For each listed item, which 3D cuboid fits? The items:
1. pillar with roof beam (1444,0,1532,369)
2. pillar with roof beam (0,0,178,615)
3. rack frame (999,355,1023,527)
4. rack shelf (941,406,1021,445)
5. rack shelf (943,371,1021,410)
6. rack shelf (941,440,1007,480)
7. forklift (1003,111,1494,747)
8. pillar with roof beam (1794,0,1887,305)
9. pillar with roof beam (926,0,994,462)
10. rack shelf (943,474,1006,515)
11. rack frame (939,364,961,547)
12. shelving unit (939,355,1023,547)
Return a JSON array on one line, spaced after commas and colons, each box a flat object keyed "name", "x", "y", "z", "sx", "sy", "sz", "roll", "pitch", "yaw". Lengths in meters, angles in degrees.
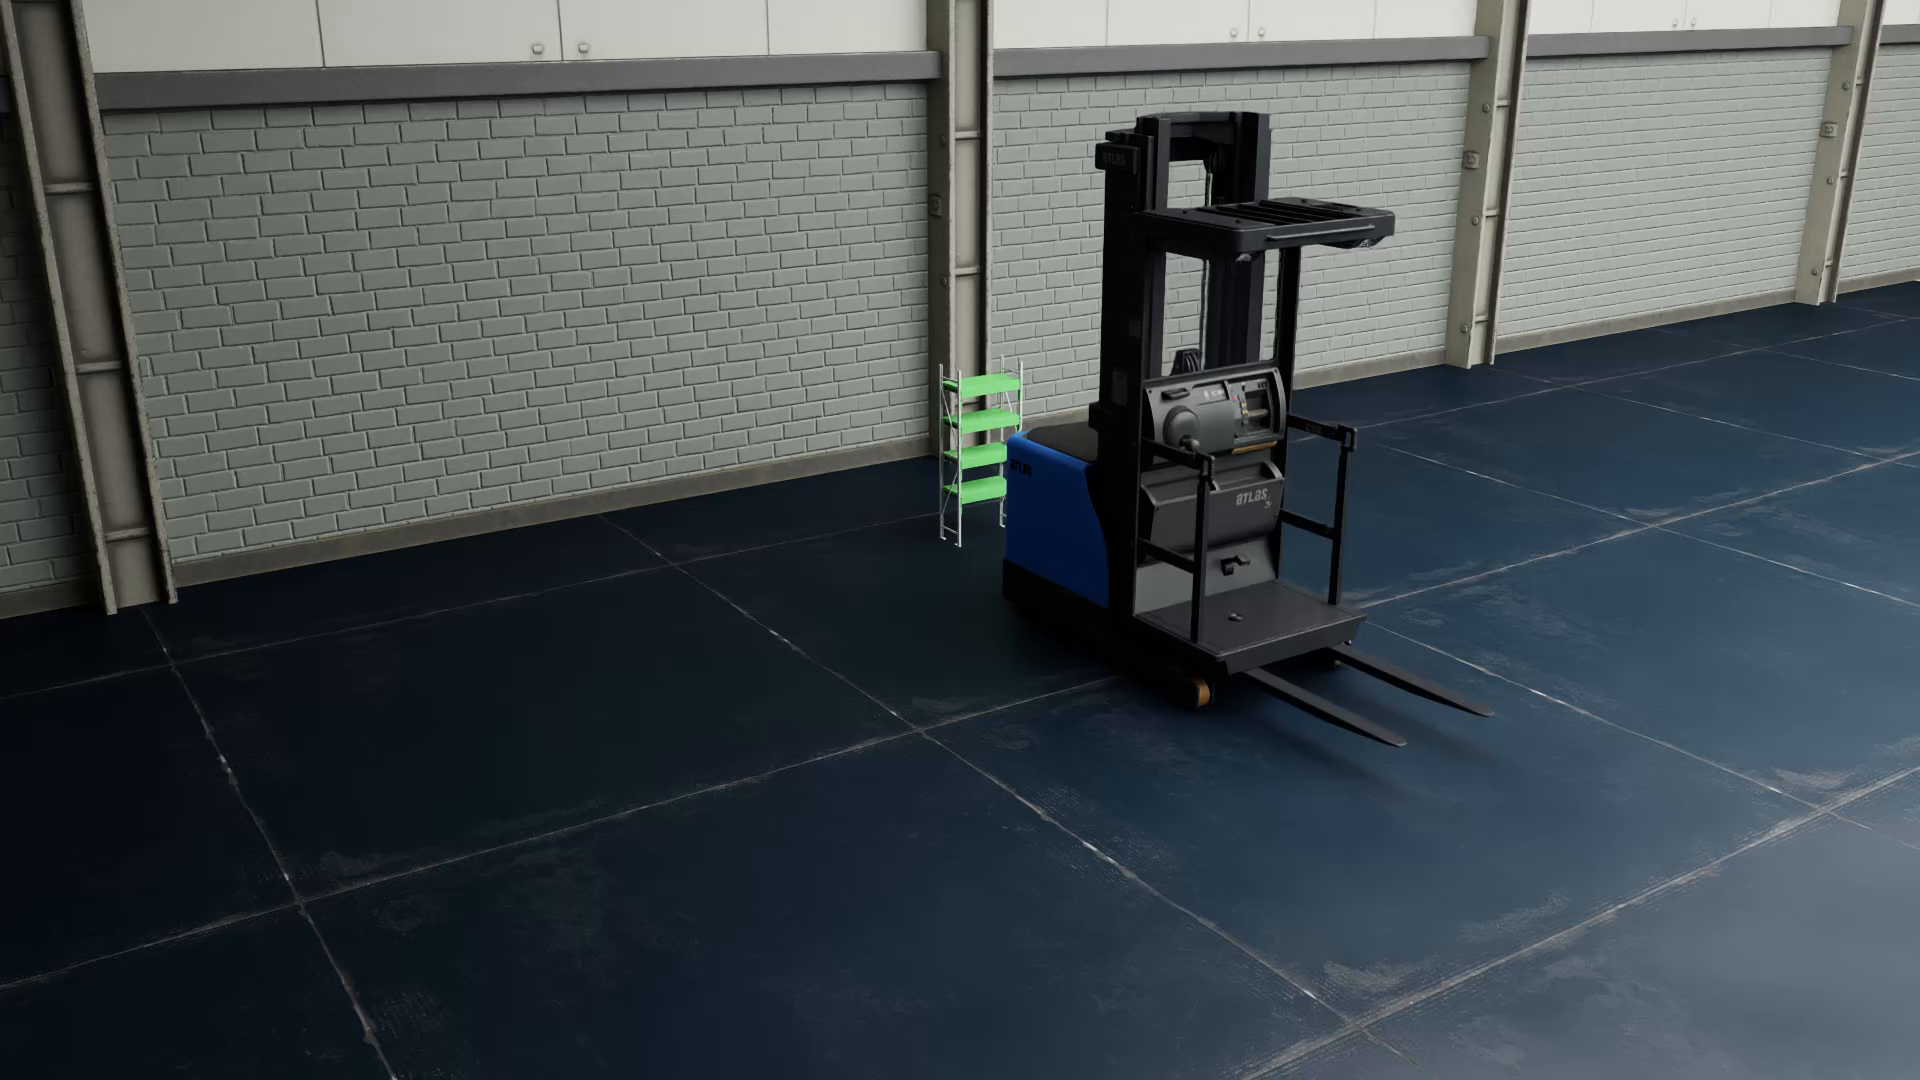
[{"name": "pillar with roof beam", "x": 7.379, "y": -4.853, "z": 11.549, "sx": 0.400, "sy": 9.000, "sz": 9.100, "roll": -12, "pitch": 22, "yaw": -31}, {"name": "pillar with roof beam", "x": -2.643, "y": -2.739, "z": 5.297, "sx": 0.400, "sy": 9.000, "sz": 9.100, "roll": -12, "pitch": 22, "yaw": -31}, {"name": "rack frame", "x": 0.342, "y": -0.641, "z": 11.266, "sx": 0.015, "sy": 1.200, "sz": 0.240, "roll": -12, "pitch": 22, "yaw": -31}, {"name": "rack shelf", "x": 0.138, "y": -0.764, "z": 11.082, "sx": 0.480, "sy": 0.148, "sz": 0.258, "roll": -12, "pitch": 22, "yaw": -31}, {"name": "rack shelf", "x": 0.138, "y": -0.992, "z": 11.006, "sx": 0.480, "sy": 0.148, "sz": 0.258, "roll": -12, "pitch": 22, "yaw": -31}, {"name": "rack shelf", "x": 0.138, "y": -0.537, "z": 11.159, "sx": 0.480, "sy": 0.148, "sz": 0.258, "roll": -12, "pitch": 22, "yaw": -31}, {"name": "forklift", "x": 1.486, "y": -0.684, "z": 8.690, "sx": 1.130, "sy": 2.935, "sz": 3.031, "roll": -12, "pitch": 22, "yaw": -31}, {"name": "pillar with roof beam", "x": 12.390, "y": -5.910, "z": 14.675, "sx": 0.400, "sy": 9.000, "sz": 9.100, "roll": -12, "pitch": 22, "yaw": -31}, {"name": "pillar with roof beam", "x": 2.368, "y": -3.796, "z": 8.423, "sx": 0.400, "sy": 9.000, "sz": 9.100, "roll": -12, "pitch": 22, "yaw": -31}, {"name": "rack shelf", "x": 0.138, "y": -0.310, "z": 11.236, "sx": 0.480, "sy": 0.148, "sz": 0.258, "roll": -12, "pitch": 22, "yaw": -31}, {"name": "rack frame", "x": -0.066, "y": -0.555, "z": 11.012, "sx": 0.015, "sy": 1.200, "sz": 0.240, "roll": -12, "pitch": 22, "yaw": -31}, {"name": "shelving unit", "x": 0.138, "y": -0.598, "z": 11.139, "sx": 0.503, "sy": 1.200, "sz": 0.258, "roll": -12, "pitch": 22, "yaw": -31}]
